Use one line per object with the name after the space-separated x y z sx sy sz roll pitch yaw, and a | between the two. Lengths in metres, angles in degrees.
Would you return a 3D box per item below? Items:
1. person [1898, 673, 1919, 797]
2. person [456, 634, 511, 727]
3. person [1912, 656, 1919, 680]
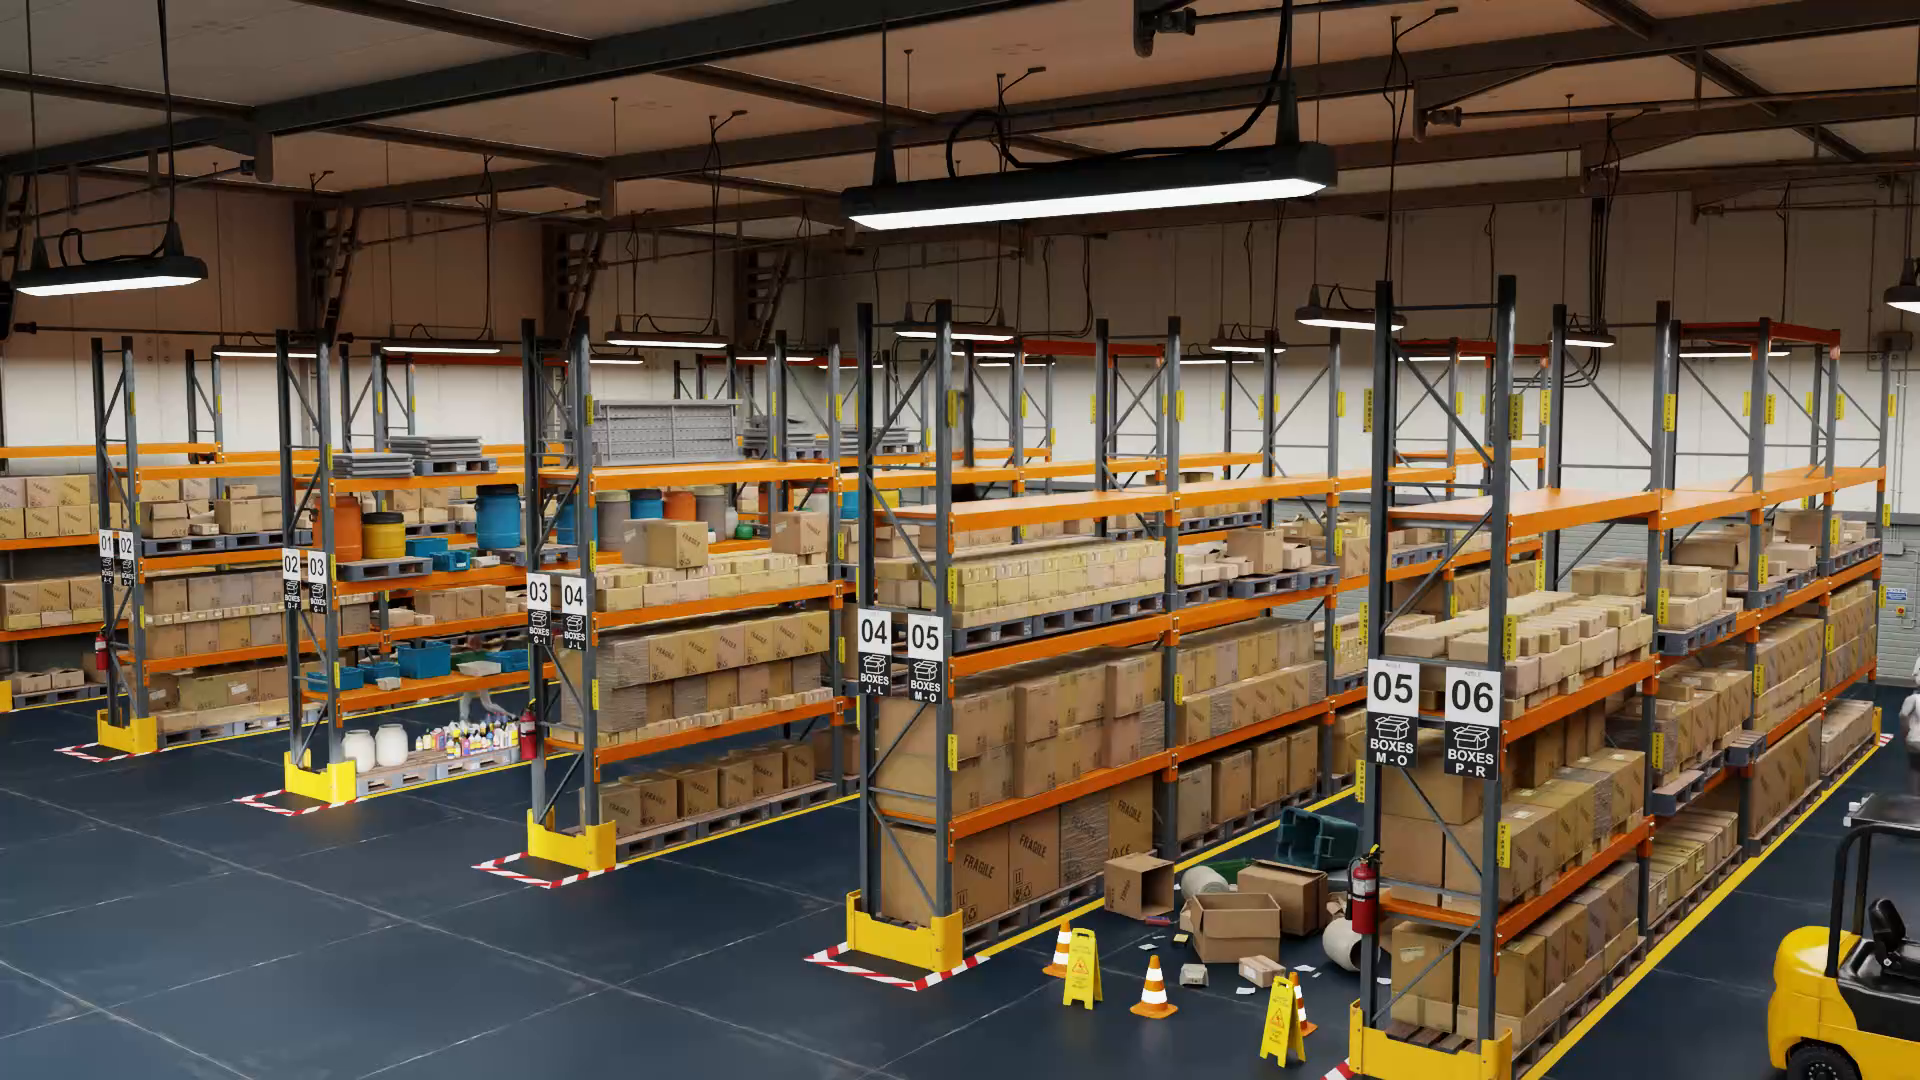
11.850 2.507 20.393 0.635 1.813 0.871 3 6 28 | person
-7.311 2.185 25.331 0.990 1.523 0.506 -3 6 -28 | person
14.377 2.234 24.513 0.661 1.684 0.741 1 5 9 | person
